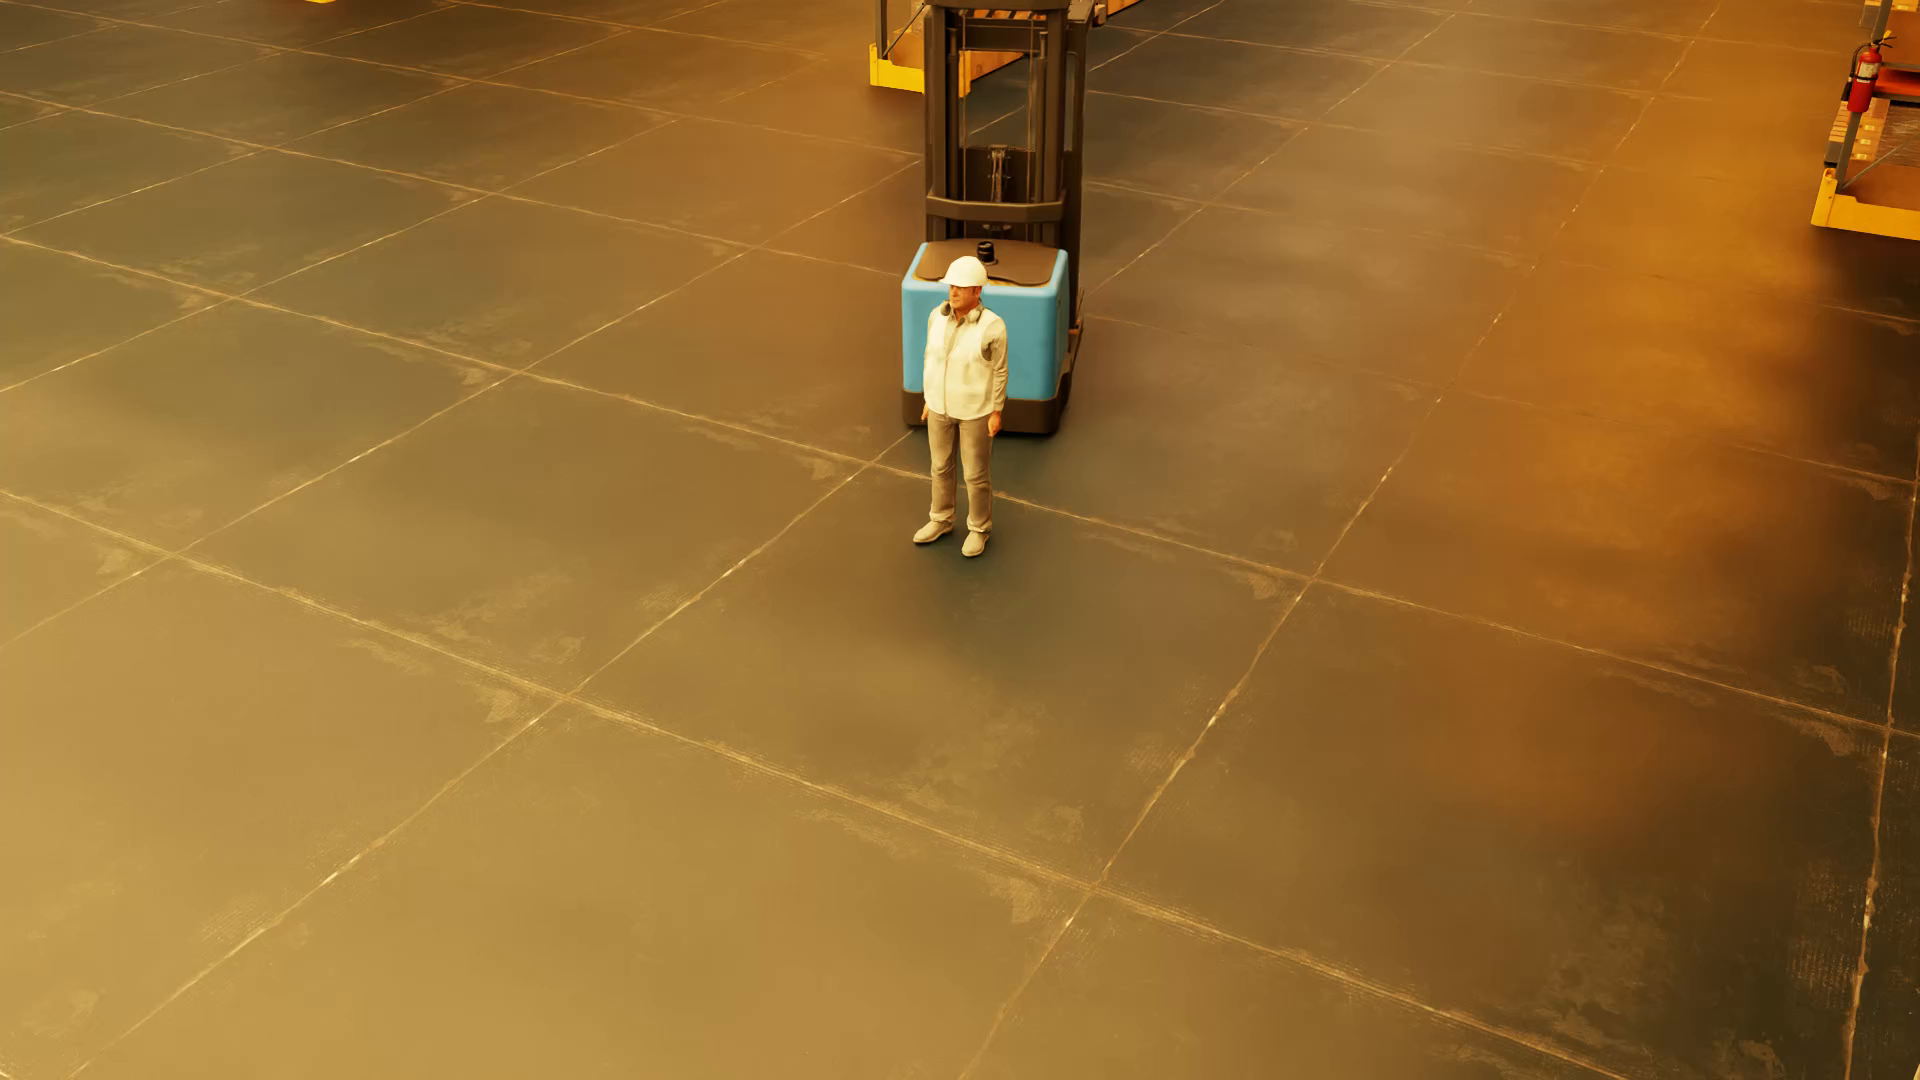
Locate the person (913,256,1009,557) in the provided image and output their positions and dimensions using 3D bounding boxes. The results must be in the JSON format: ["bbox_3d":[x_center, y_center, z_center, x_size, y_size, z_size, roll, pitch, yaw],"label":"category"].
[{"bbox_3d":[0.009,-0.765,9.557,0.525,1.775,0.372,15,33,25],"label":"person"}]

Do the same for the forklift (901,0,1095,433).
[{"bbox_3d":[0.337,-2.699,11.747,1.130,2.935,3.031,4,30,7],"label":"forklift"}]
